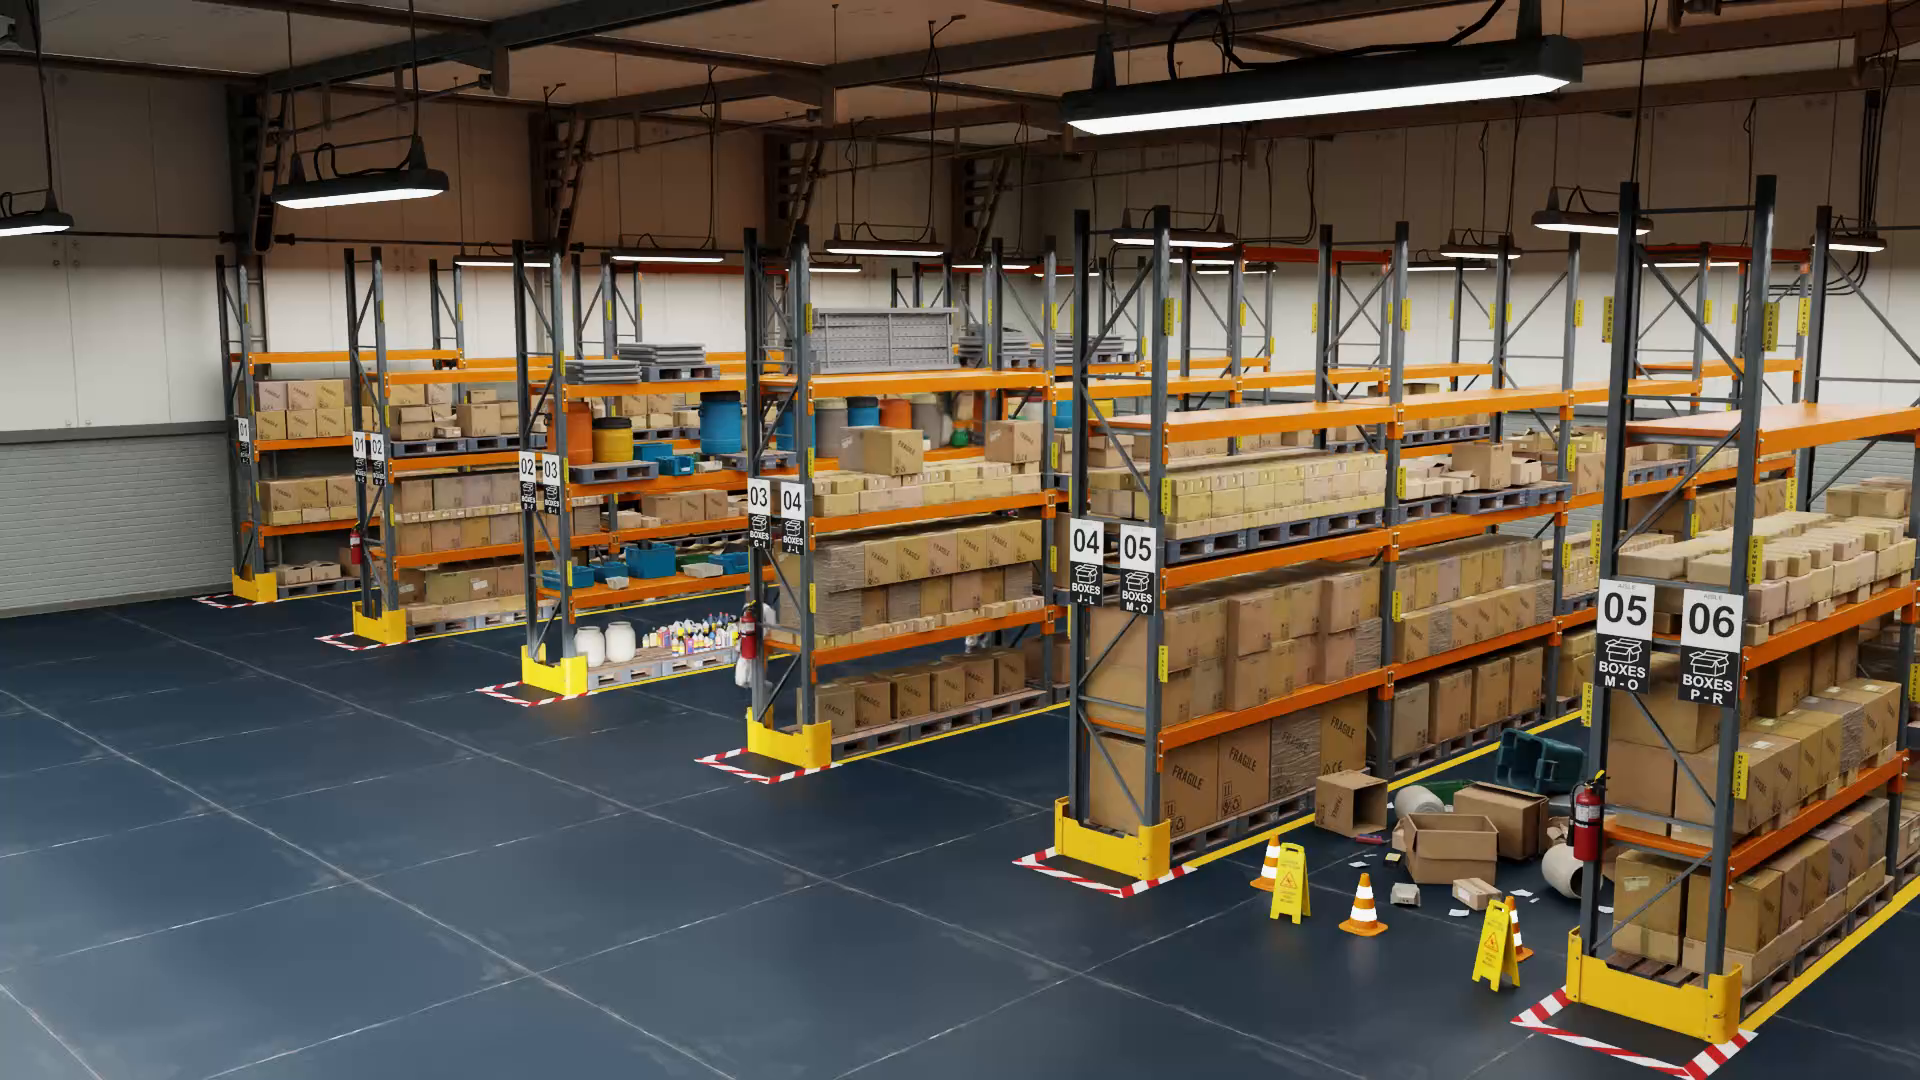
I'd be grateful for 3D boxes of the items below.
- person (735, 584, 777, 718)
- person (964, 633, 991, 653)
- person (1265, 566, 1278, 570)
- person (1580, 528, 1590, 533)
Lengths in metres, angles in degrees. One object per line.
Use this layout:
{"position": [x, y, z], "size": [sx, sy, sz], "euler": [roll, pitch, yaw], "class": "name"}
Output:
{"position": [-2.554, 1.381, 20.799], "size": [0.621, 1.736, 0.693], "euler": [-8, 11, -44], "class": "person"}
{"position": [0.219, 0.844, 23.583], "size": [0.657, 1.779, 0.899], "euler": [5, 9, 31], "class": "person"}
{"position": [4.328, 1.068, 22.894], "size": [0.688, 1.746, 0.904], "euler": [7, 11, 40], "class": "person"}
{"position": [9.732, 0.669, 26.042], "size": [0.545, 1.721, 0.768], "euler": [7, 10, 39], "class": "person"}
